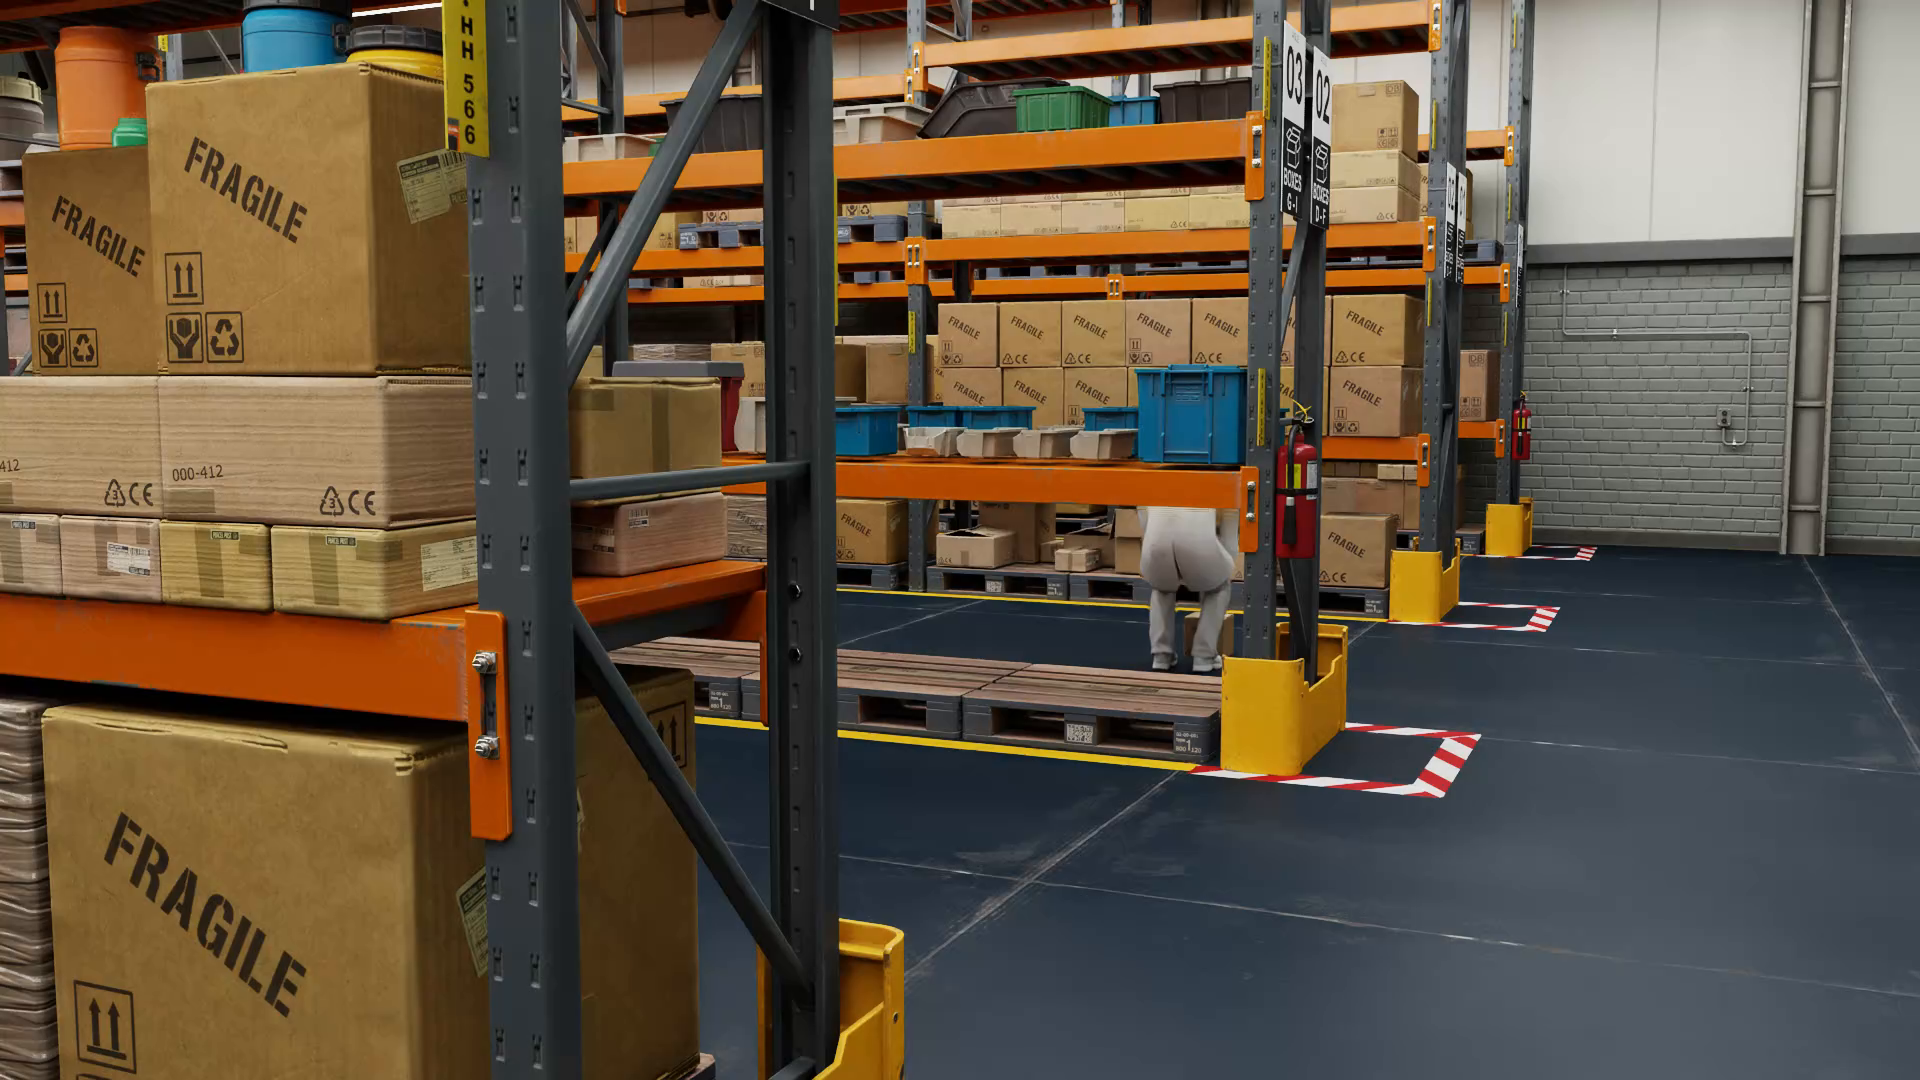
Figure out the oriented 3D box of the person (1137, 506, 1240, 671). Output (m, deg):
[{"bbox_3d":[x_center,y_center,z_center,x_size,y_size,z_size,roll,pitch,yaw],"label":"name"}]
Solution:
[{"bbox_3d":[1.320,0.042,9.837,0.629,1.440,0.701,2,6,24],"label":"person"}]
